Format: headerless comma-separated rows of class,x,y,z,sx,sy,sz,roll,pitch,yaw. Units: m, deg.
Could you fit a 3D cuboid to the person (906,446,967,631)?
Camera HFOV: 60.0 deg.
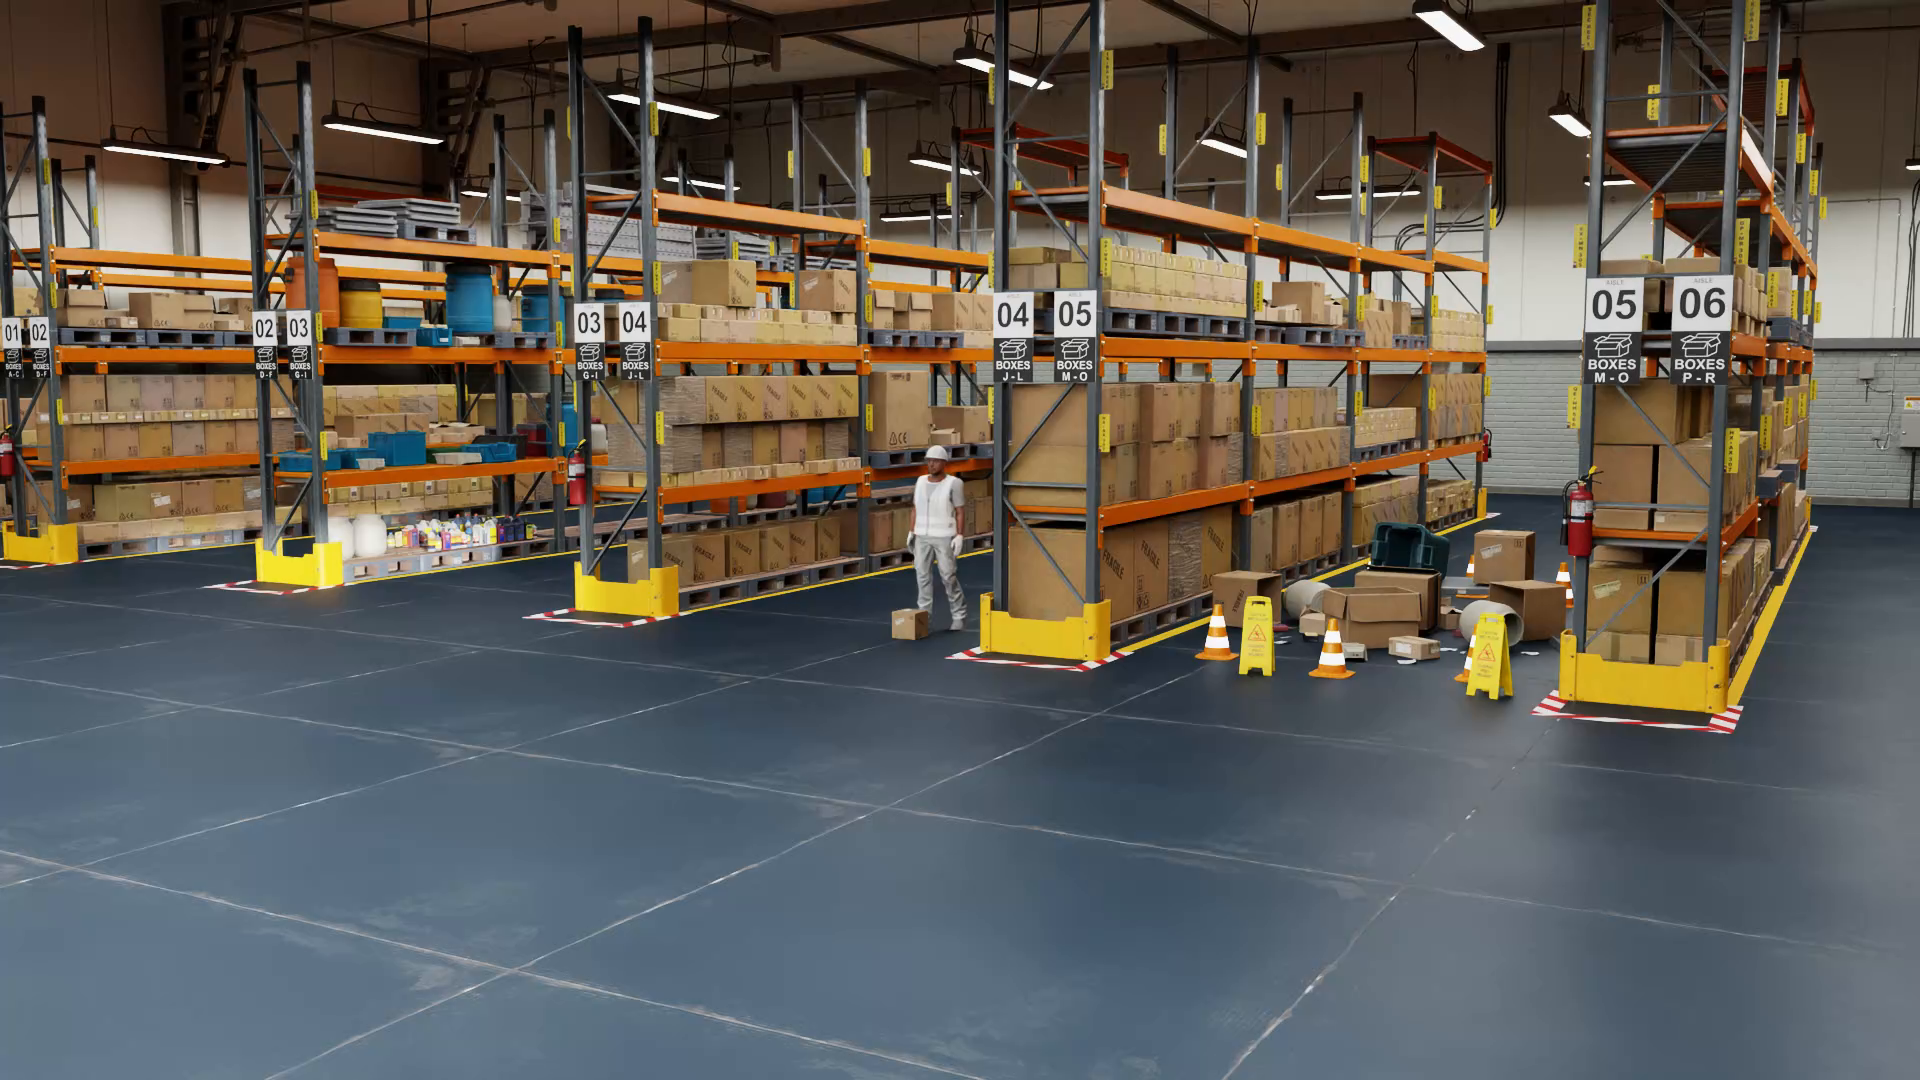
person,-0.248,-0.008,16.060,0.571,1.803,0.618,3,7,29
